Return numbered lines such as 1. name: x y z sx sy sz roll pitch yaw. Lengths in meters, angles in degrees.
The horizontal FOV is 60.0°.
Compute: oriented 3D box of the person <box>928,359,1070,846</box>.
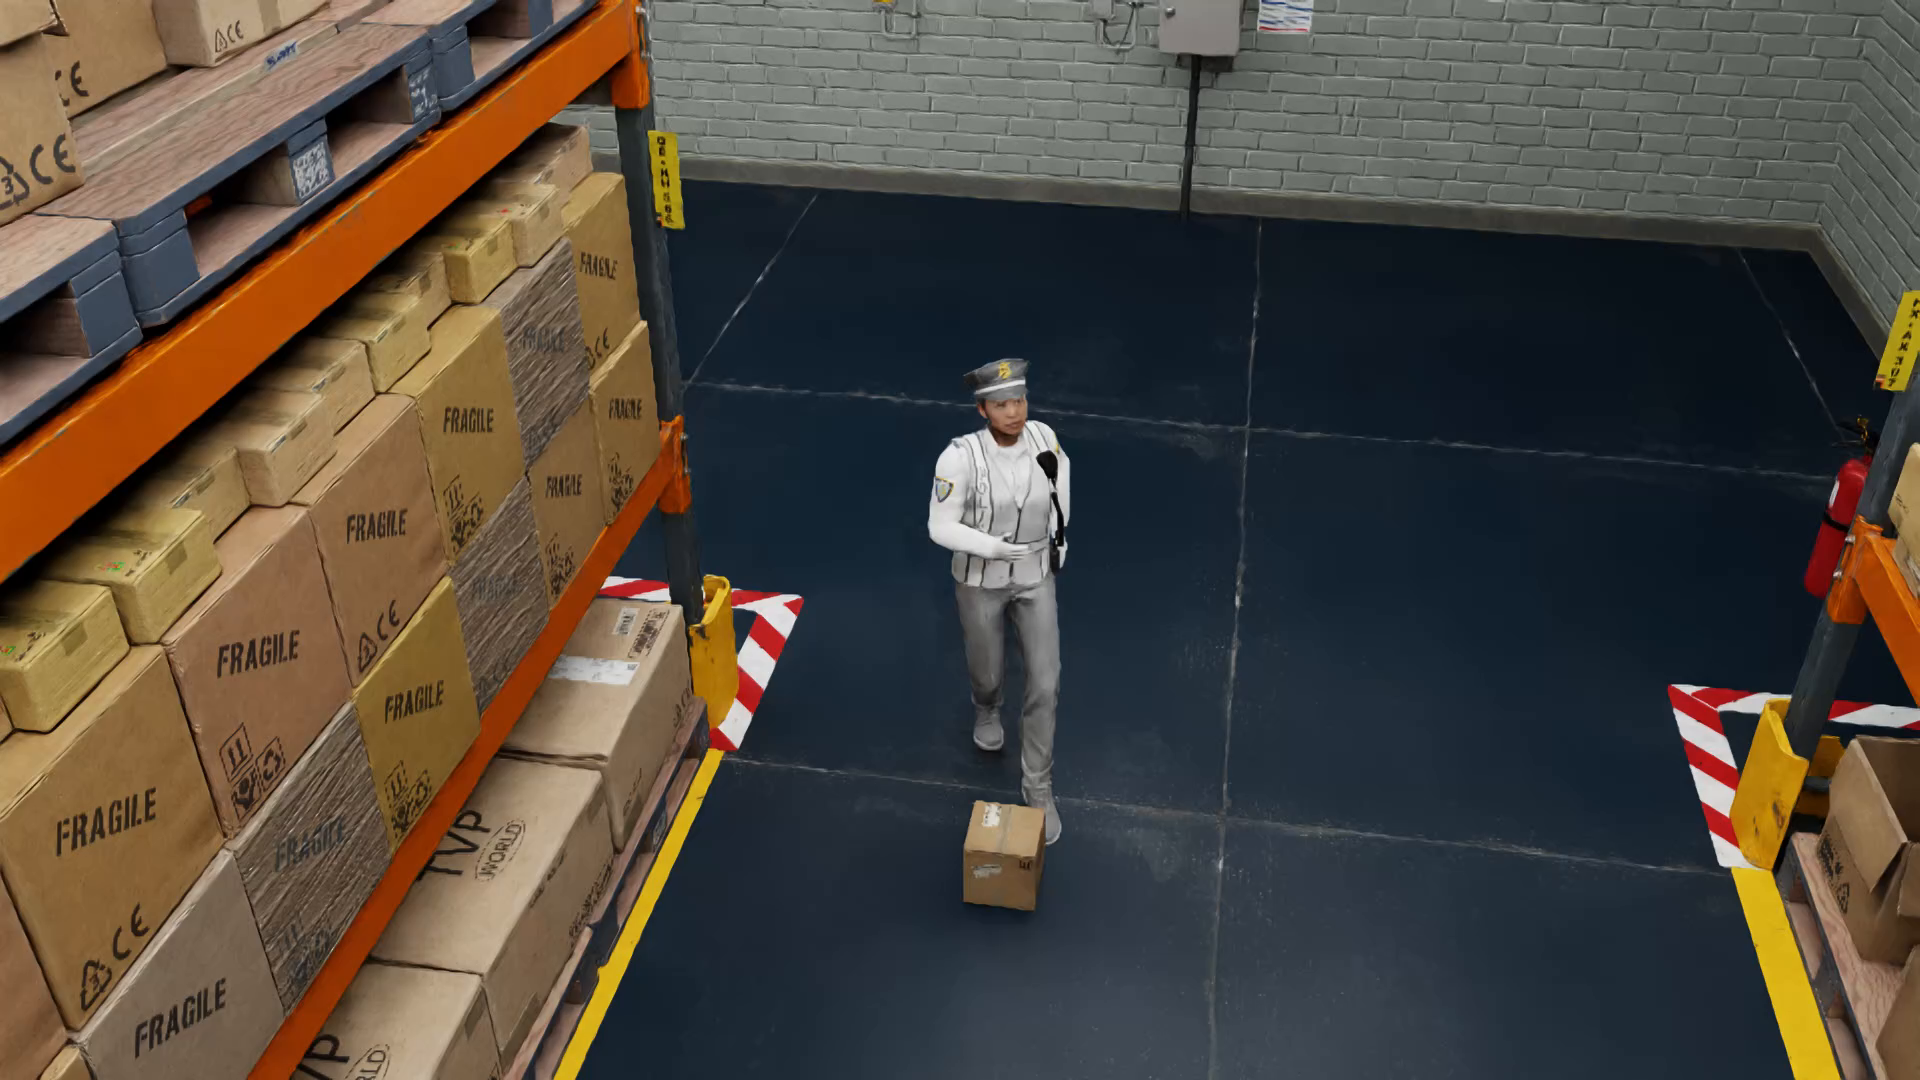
1. person: 0.187 0.187 5.820 0.574 1.682 0.791 -6 33 -9
